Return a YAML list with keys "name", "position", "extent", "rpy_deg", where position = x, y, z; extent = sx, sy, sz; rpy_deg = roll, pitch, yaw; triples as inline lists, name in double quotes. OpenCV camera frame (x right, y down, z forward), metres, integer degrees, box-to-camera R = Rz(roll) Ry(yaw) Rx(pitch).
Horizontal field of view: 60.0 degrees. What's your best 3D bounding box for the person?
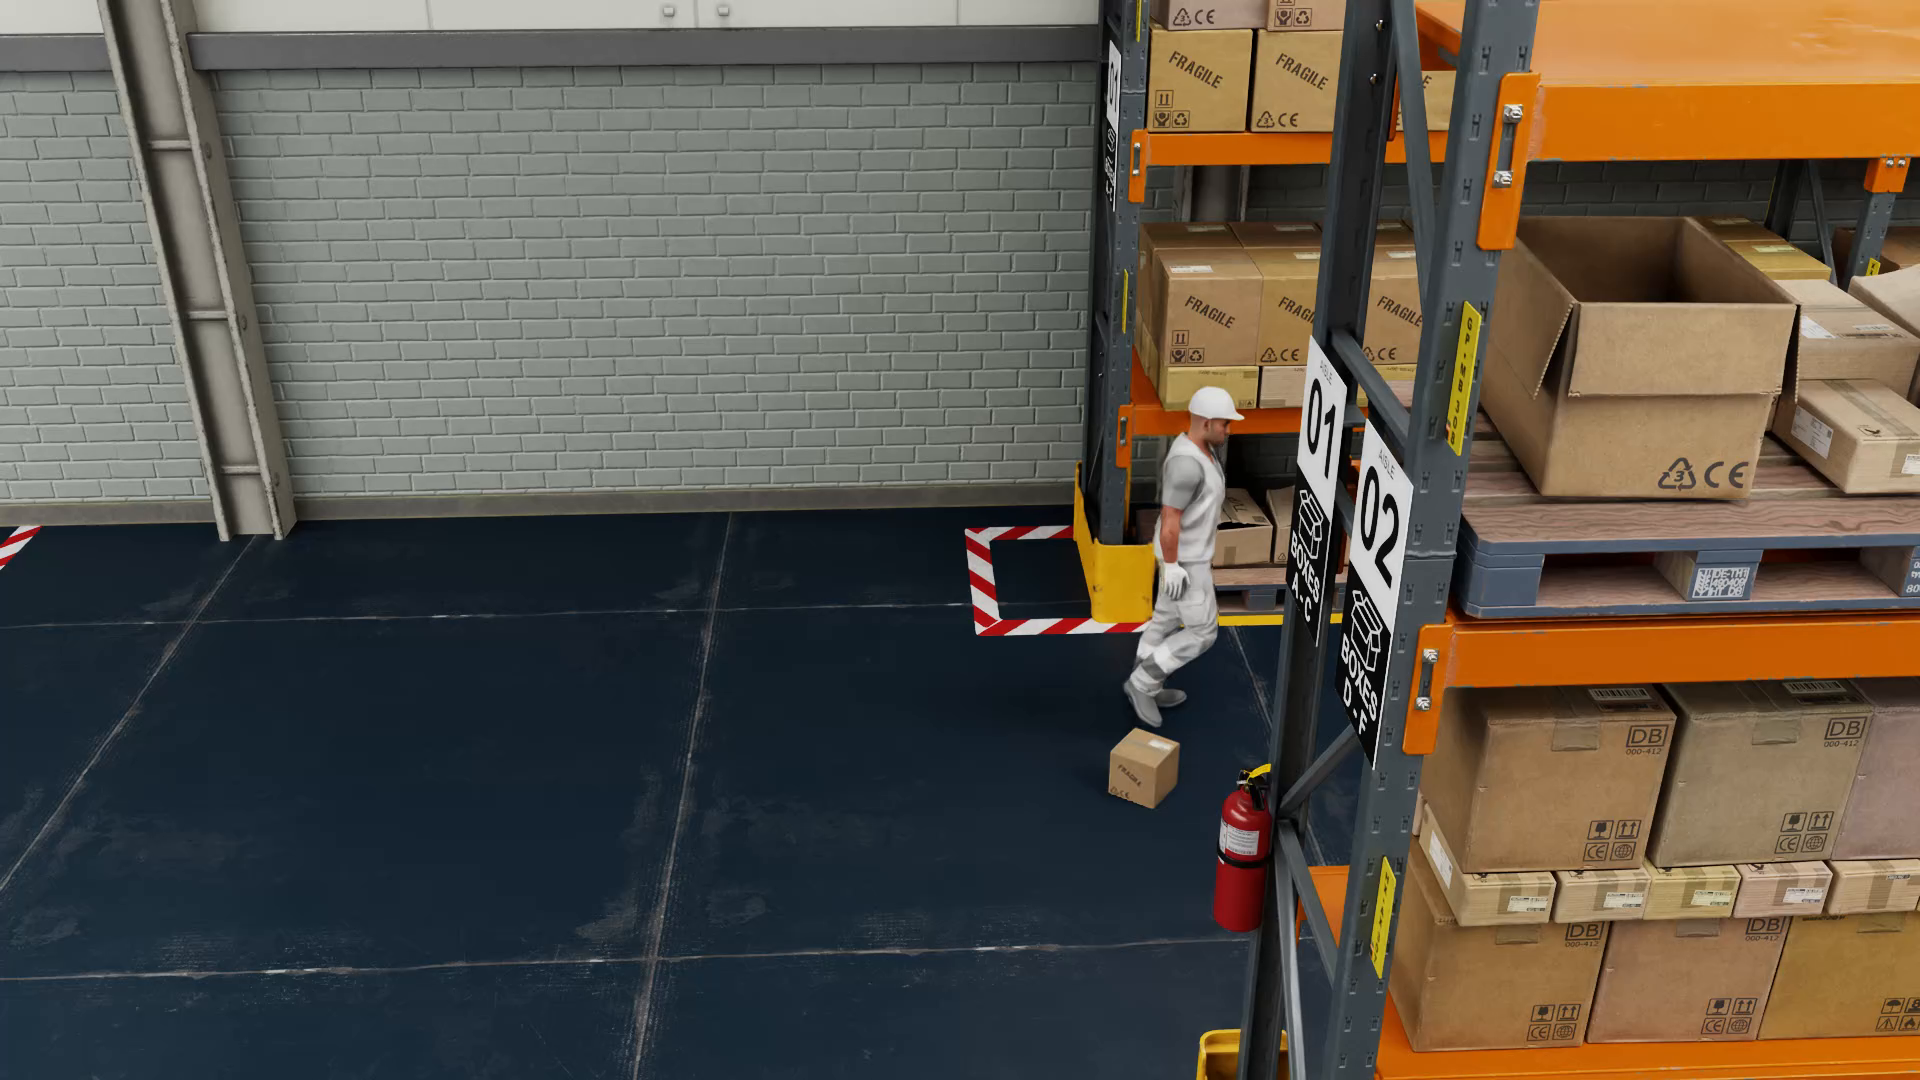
- name: "person"
  position: [1.124, 0.078, 8.418]
  extent: [0.514, 1.762, 0.660]
  rpy_deg: [4, 28, 8]
